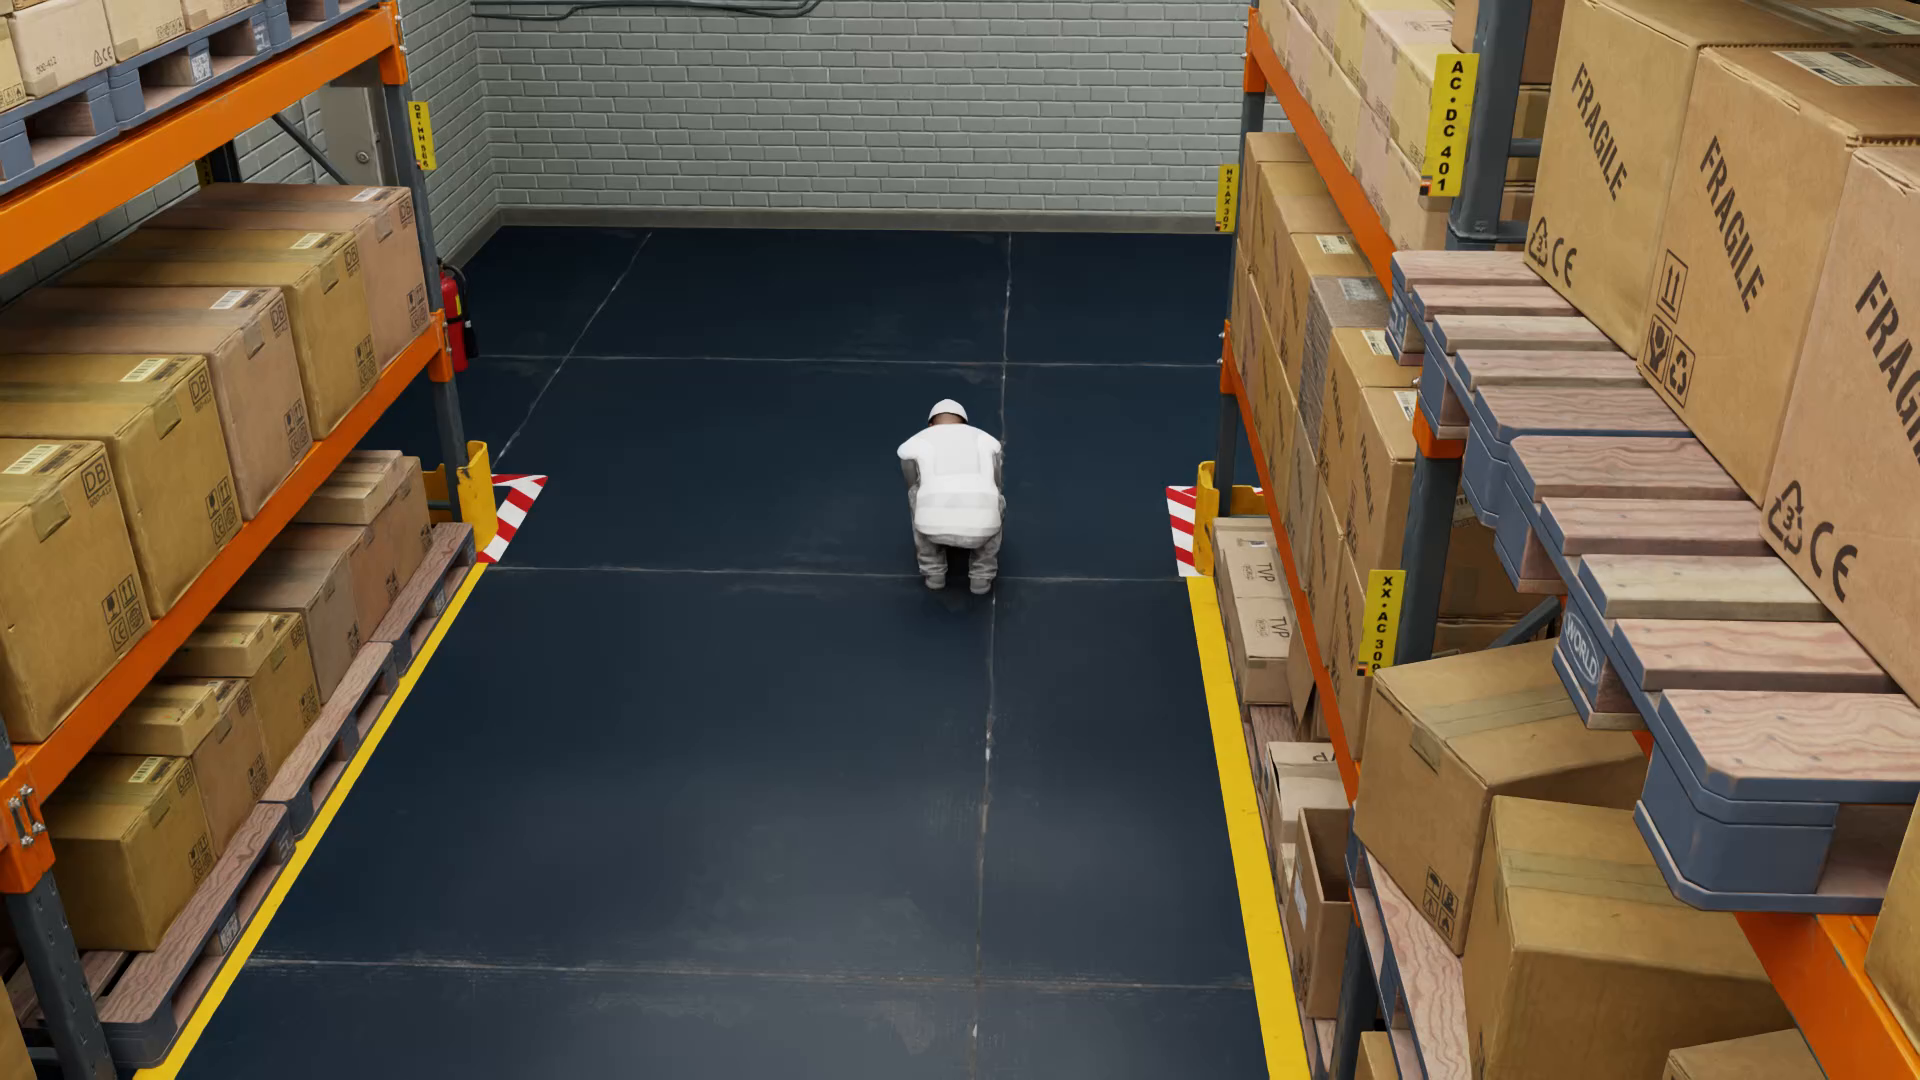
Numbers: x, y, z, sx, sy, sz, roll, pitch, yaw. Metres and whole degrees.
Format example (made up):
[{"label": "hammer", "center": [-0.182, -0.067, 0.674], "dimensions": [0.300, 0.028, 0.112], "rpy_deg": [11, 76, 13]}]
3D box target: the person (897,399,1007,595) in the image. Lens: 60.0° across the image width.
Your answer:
[{"label": "person", "center": [-0.041, -0.171, 8.587], "dimensions": [0.569, 0.878, 0.946], "rpy_deg": [1, 28, 1]}]
